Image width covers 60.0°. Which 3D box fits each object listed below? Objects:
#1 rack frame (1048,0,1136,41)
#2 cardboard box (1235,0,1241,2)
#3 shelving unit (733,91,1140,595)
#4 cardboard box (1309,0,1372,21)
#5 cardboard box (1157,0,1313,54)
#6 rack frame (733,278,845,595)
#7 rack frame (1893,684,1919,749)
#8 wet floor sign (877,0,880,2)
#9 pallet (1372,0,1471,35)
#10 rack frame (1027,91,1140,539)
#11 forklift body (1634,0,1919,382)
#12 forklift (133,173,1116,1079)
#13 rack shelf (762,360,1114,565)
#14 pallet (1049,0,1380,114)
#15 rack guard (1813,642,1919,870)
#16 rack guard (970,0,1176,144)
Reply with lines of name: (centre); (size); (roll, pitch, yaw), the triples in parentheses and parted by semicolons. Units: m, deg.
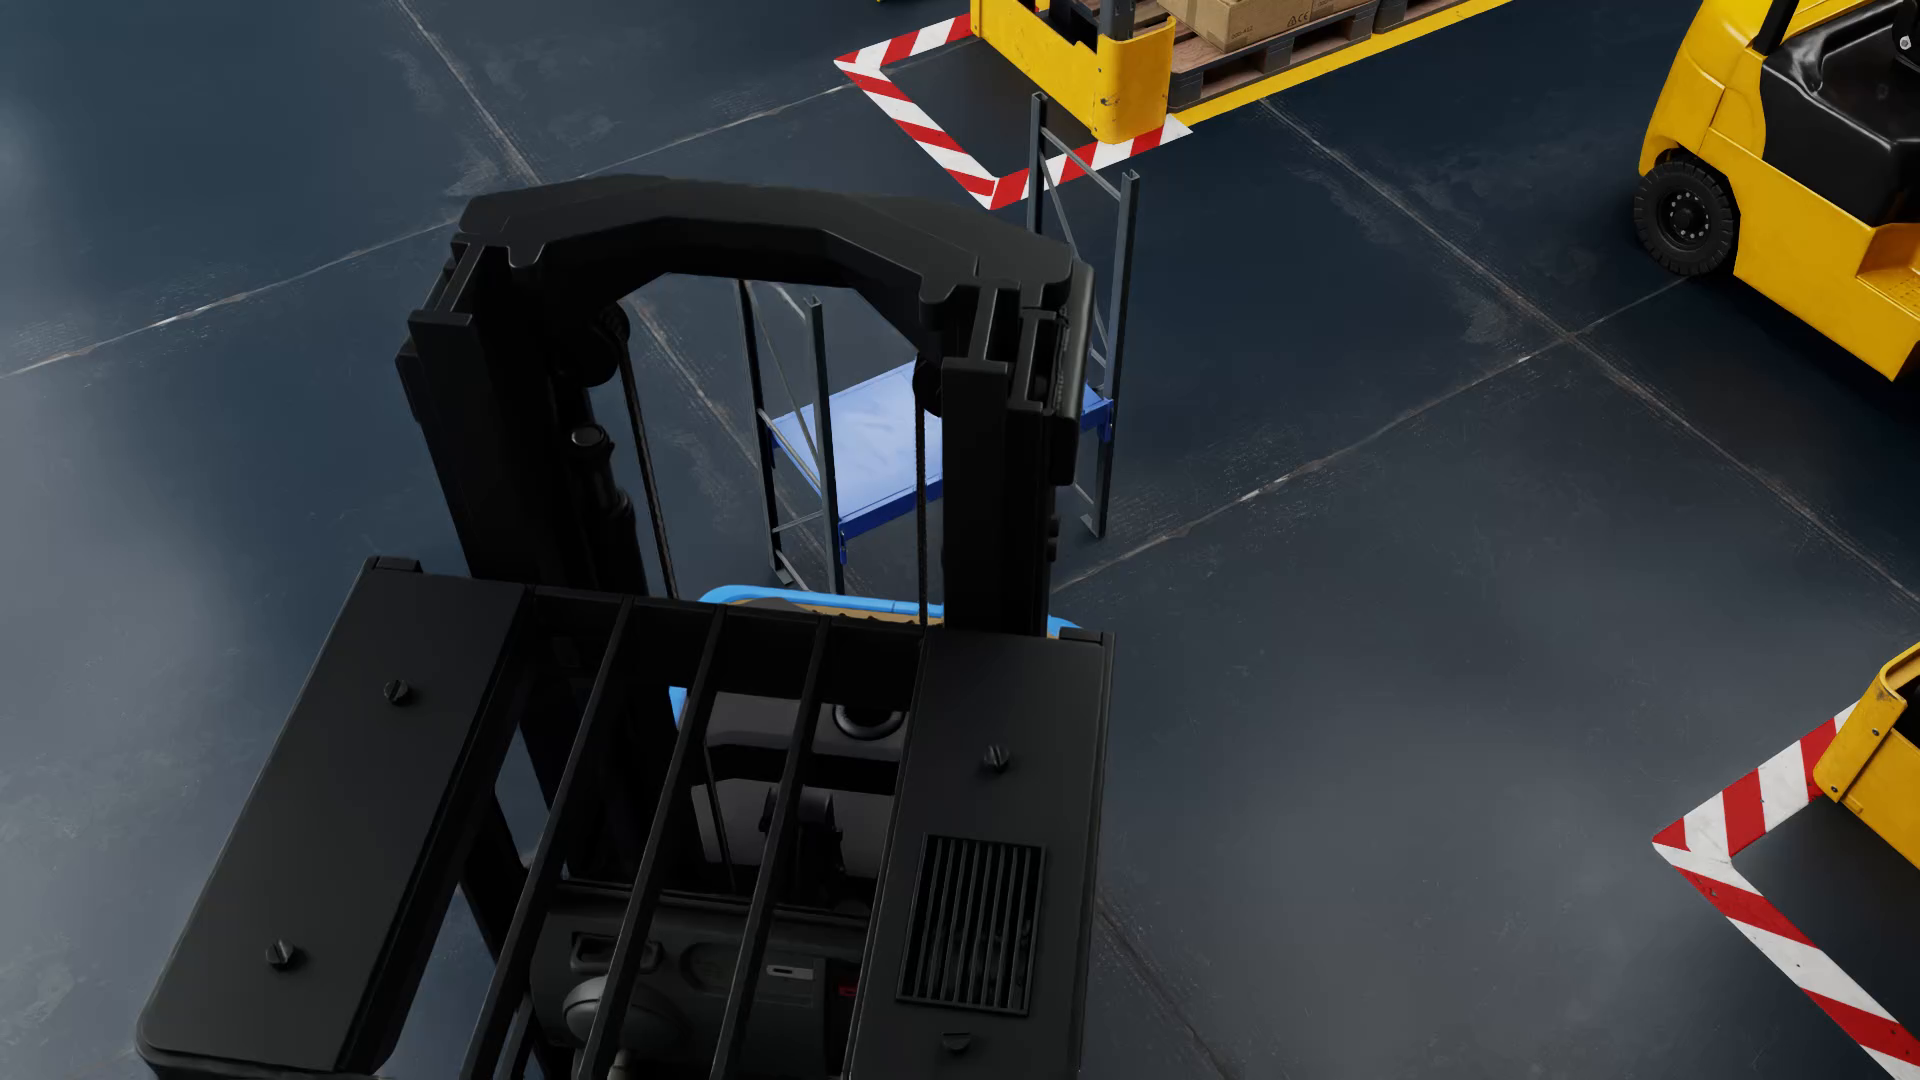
rack frame: (0.418, -3.122, 6.522); (0.127, 3.000, 1.000); (-25, 53, -21)
cardboard box: (1.267, -2.753, 7.251); (0.500, 0.500, 0.500); (-27, 54, -22)
shelving unit: (-0.072, -0.465, 5.160); (1.048, 1.500, 0.538); (-25, 53, -21)
cardboard box: (1.683, -2.692, 7.699); (0.500, 0.250, 0.500); (-23, 52, -20)
cardboard box: (1.248, -2.494, 7.522); (0.500, 0.250, 0.500); (-26, 53, -21)
rack frame: (-0.502, -0.262, 4.979); (0.032, 1.500, 0.500); (-25, 53, -21)
rack frame: (3.070, 0.012, 3.731); (0.127, 3.000, 1.000); (-25, 53, -21)
wet floor sign: (-0.314, -2.939, 7.935); (0.232, 0.644, 0.267); (-9, 49, -8)
pallet: (2.219, -3.009, 8.289); (1.213, 0.211, 1.003); (-25, 53, -21)
rack frame: (0.358, -0.667, 5.340); (0.032, 1.500, 0.500); (-25, 53, -21)
forklift body: (3.700, -1.614, 5.747); (1.214, 2.155, 2.313); (-25, 53, -21)
forklift: (-0.360, 0.984, 2.911); (1.130, 2.935, 3.031); (6, 49, 5)
rack shelf: (-0.072, -0.345, 5.294); (1.000, 0.185, 0.538); (-25, 53, -21)
pallet: (1.188, -2.526, 7.858); (1.213, 0.211, 1.003); (-25, 53, -21)
rack guard: (3.049, 0.853, 4.656); (0.348, 0.500, 1.175); (-25, 53, -21)
rack guard: (0.482, -2.321, 7.482); (0.348, 0.500, 1.175); (-25, 53, -21)
